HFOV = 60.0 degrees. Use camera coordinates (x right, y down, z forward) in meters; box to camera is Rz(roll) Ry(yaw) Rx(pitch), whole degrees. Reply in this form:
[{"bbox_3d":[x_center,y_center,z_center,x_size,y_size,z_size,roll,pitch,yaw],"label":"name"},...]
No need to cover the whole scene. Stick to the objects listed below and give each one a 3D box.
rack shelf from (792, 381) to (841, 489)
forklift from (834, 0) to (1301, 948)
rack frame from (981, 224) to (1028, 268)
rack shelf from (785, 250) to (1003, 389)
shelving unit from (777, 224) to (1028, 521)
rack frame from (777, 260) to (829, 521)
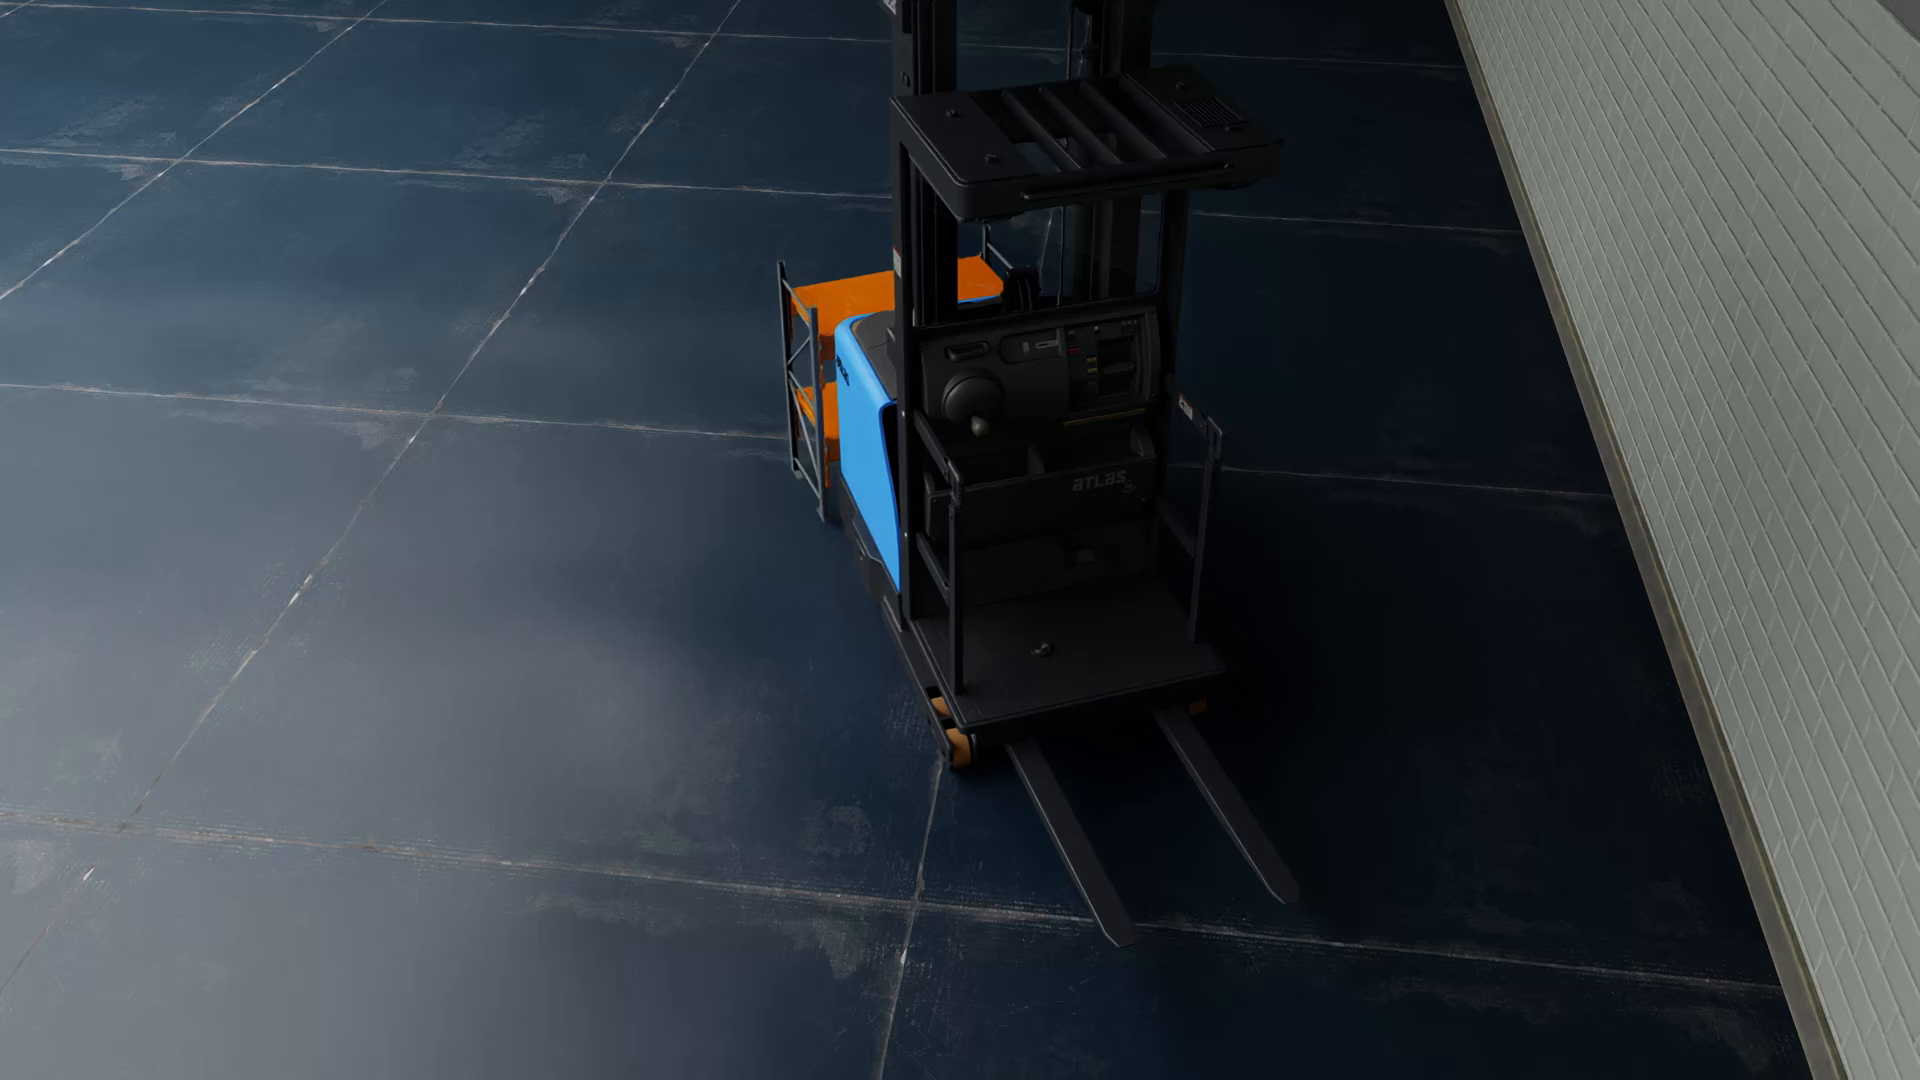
[{"bbox_3d":[-0.259,-0.598,8.041,1.000,0.278,0.538,-13,38,-18],"label":"rack shelf"},{"bbox_3d":[0.374,-0.563,6.016,1.130,2.935,3.031,-11,37,-15],"label":"forklift"},{"bbox_3d":[0.211,-0.910,8.056,0.032,1.125,0.500,-13,38,-18],"label":"rack frame"},{"bbox_3d":[-0.259,-1.036,7.729,1.000,0.278,0.538,-13,38,-18],"label":"rack shelf"},{"bbox_3d":[-0.259,-0.797,7.899,1.048,1.125,0.538,-13,38,-18],"label":"shelving unit"},{"bbox_3d":[-0.729,-0.685,7.741,0.032,1.125,0.500,-13,38,-18],"label":"rack frame"}]
